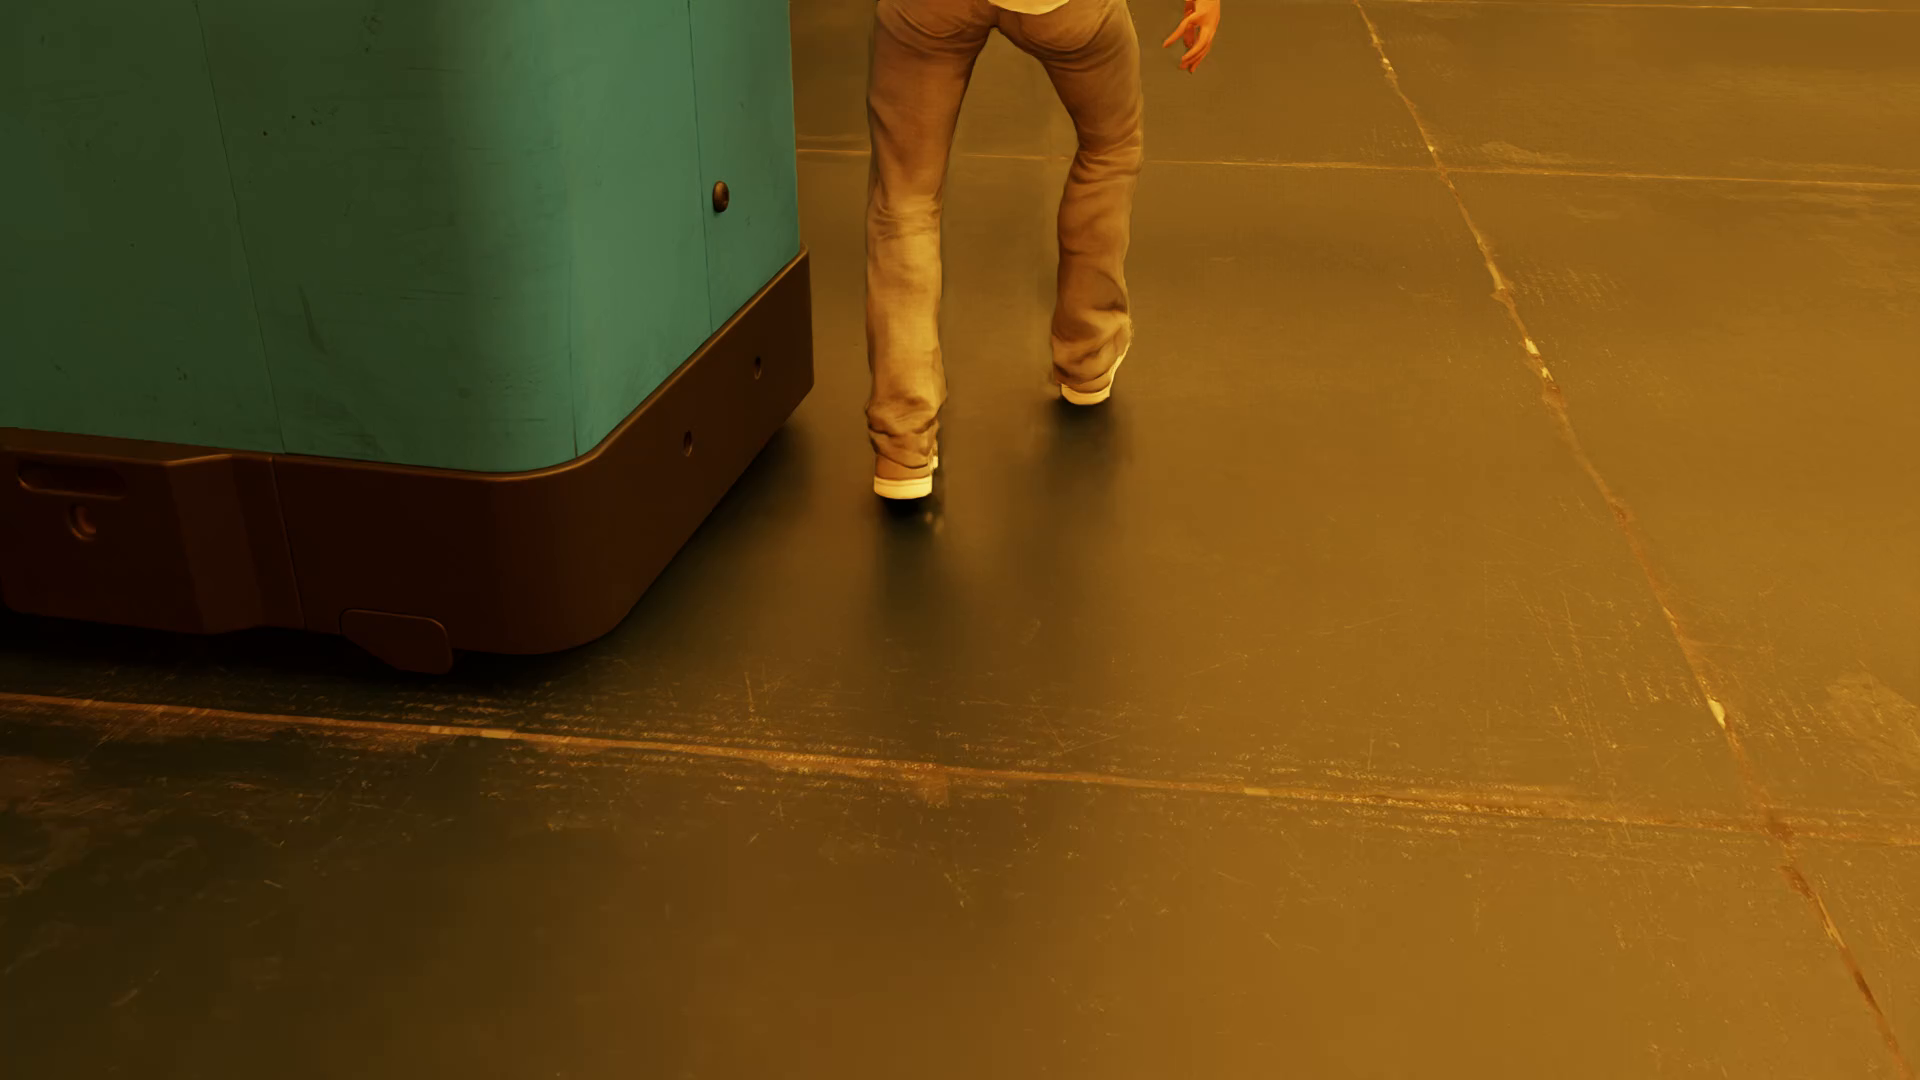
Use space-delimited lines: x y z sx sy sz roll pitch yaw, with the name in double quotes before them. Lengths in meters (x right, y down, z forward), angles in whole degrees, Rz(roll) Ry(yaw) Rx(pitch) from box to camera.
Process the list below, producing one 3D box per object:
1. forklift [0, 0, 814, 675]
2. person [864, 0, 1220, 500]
"forklift" -1.824 -1.468 2.160 3.031 2.935 1.130 6 27 11
"person" 0.121 -0.858 2.536 0.545 1.507 0.749 2 27 5
